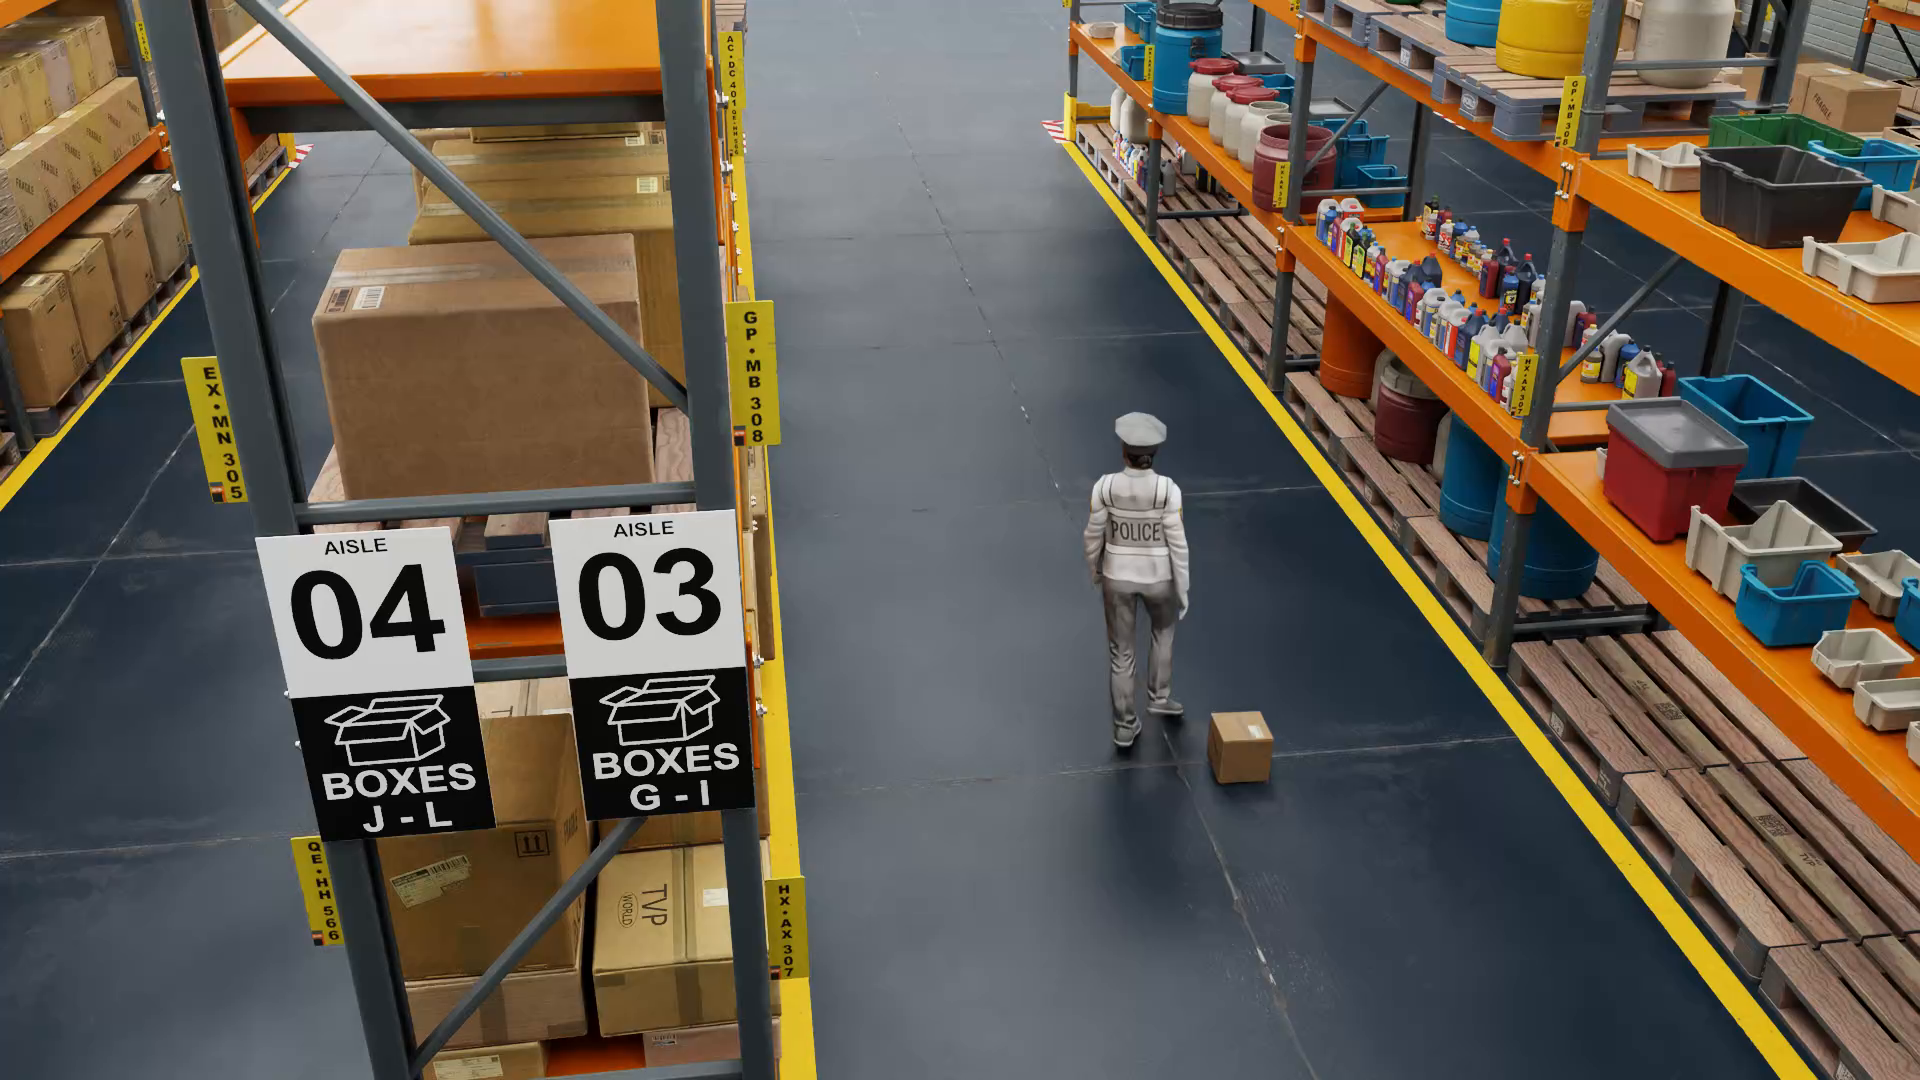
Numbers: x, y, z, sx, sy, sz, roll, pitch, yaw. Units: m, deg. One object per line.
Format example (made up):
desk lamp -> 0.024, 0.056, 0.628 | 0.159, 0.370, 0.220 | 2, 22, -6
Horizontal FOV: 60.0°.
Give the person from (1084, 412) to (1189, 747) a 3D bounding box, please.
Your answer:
person -> 0.867, 0.221, 8.160 | 0.545, 1.695, 0.511 | 4, 28, 7
